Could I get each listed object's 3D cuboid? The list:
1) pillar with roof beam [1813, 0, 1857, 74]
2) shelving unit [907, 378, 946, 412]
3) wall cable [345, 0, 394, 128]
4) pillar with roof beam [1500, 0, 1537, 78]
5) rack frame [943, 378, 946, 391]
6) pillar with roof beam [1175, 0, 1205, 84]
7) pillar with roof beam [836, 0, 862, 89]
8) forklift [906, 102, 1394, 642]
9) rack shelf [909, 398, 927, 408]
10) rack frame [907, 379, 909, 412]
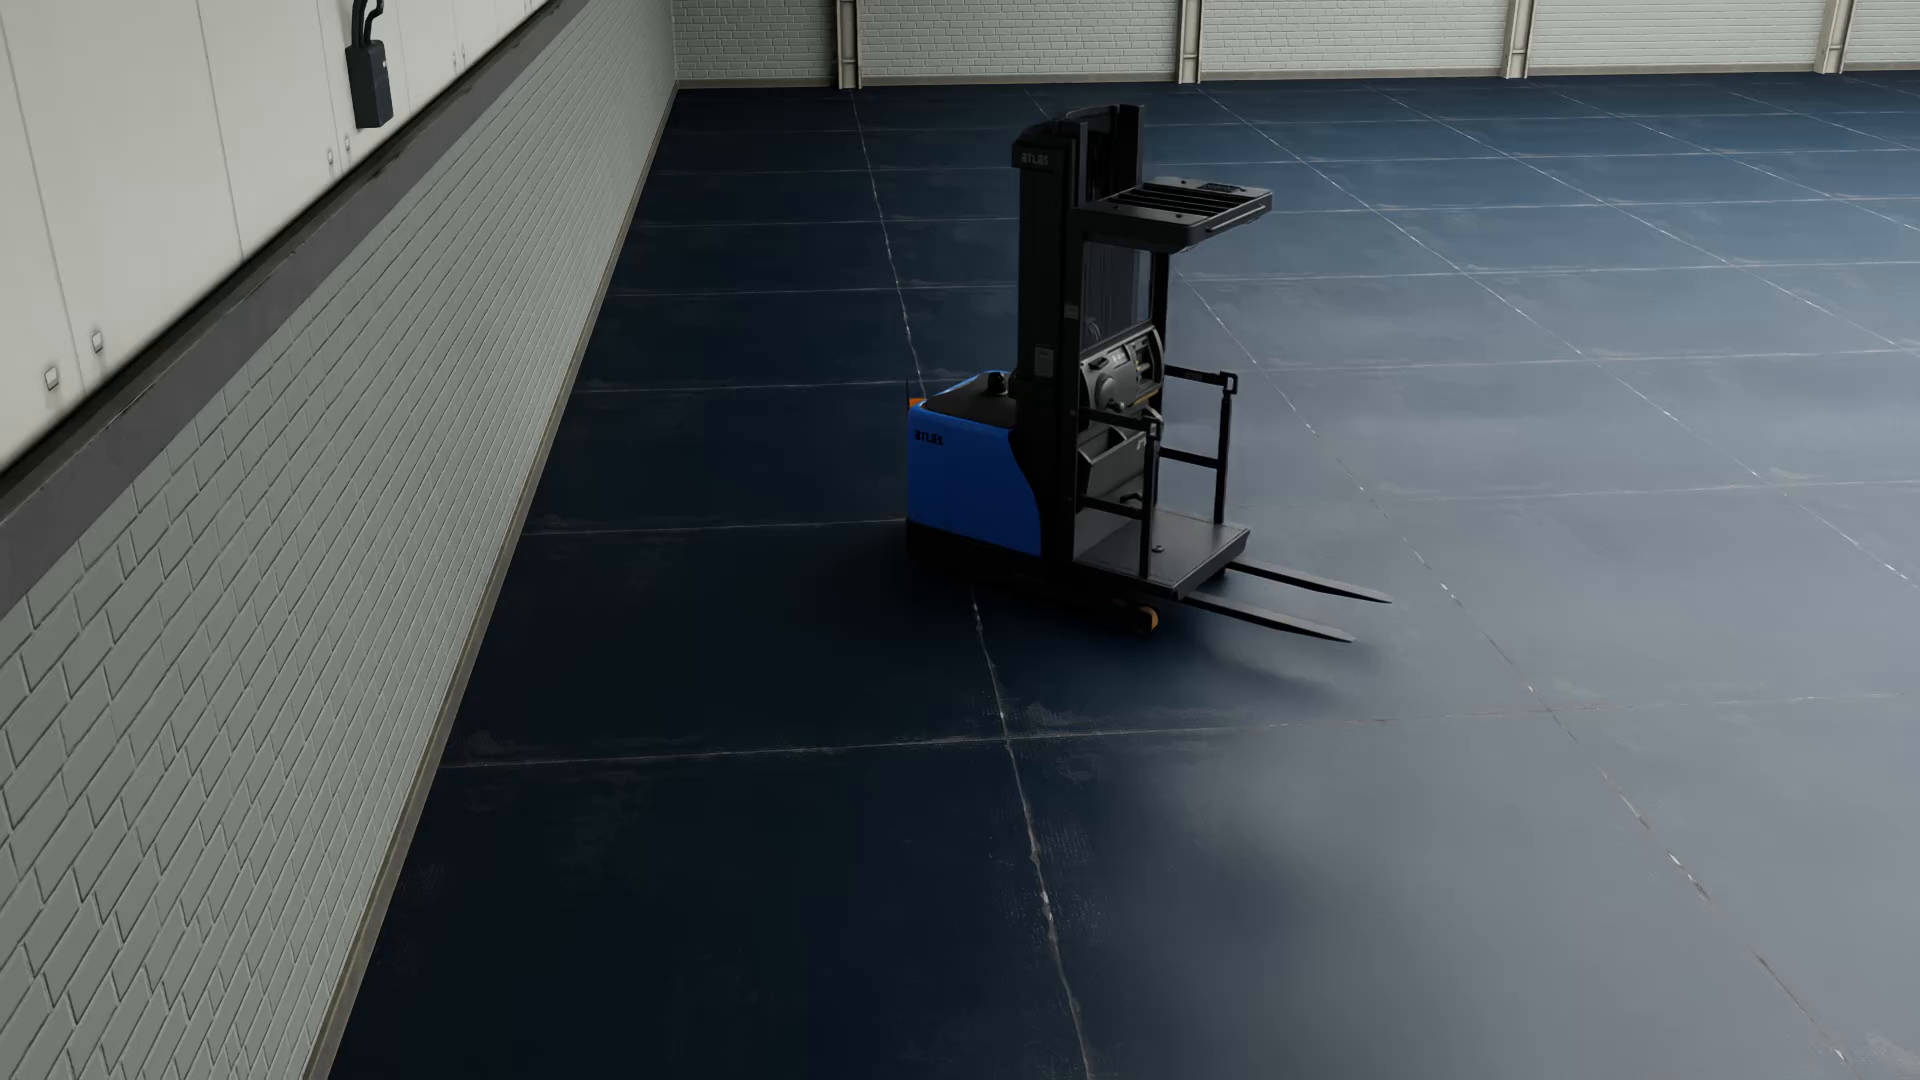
[{"bbox_3d":[16.411,-10.998,24.915,0.400,9.000,9.100,-2,24,-5],"label":"pillar with roof beam"},{"bbox_3d":[-0.223,-0.560,11.217,0.252,1.050,0.215,-2,24,-4],"label":"shelving unit"},{"bbox_3d":[-2.808,-5.096,7.449,0.169,6.003,2.305,-2,24,-5],"label":"wall cable"},{"bbox_3d":[10.440,-10.759,24.376,0.400,9.000,9.100,-2,24,-5],"label":"pillar with roof beam"},{"bbox_3d":[-0.101,-0.564,11.226,0.008,1.050,0.200,-2,24,-4],"label":"rack frame"},{"bbox_3d":[4.469,-10.519,23.837,0.400,9.000,9.100,-2,24,-5],"label":"pillar with roof beam"},{"bbox_3d":[-1.502,-10.280,23.298,0.400,9.000,9.100,-2,24,-5],"label":"pillar with roof beam"},{"bbox_3d":[1.154,-1.019,9.934,3.031,2.935,1.130,16,28,31],"label":"forklift"},{"bbox_3d":[-0.223,-0.810,11.106,0.240,0.259,0.215,-2,24,-4],"label":"rack shelf"},{"bbox_3d":[-0.345,-0.556,11.208,0.008,1.050,0.200,-2,24,-4],"label":"rack frame"}]
